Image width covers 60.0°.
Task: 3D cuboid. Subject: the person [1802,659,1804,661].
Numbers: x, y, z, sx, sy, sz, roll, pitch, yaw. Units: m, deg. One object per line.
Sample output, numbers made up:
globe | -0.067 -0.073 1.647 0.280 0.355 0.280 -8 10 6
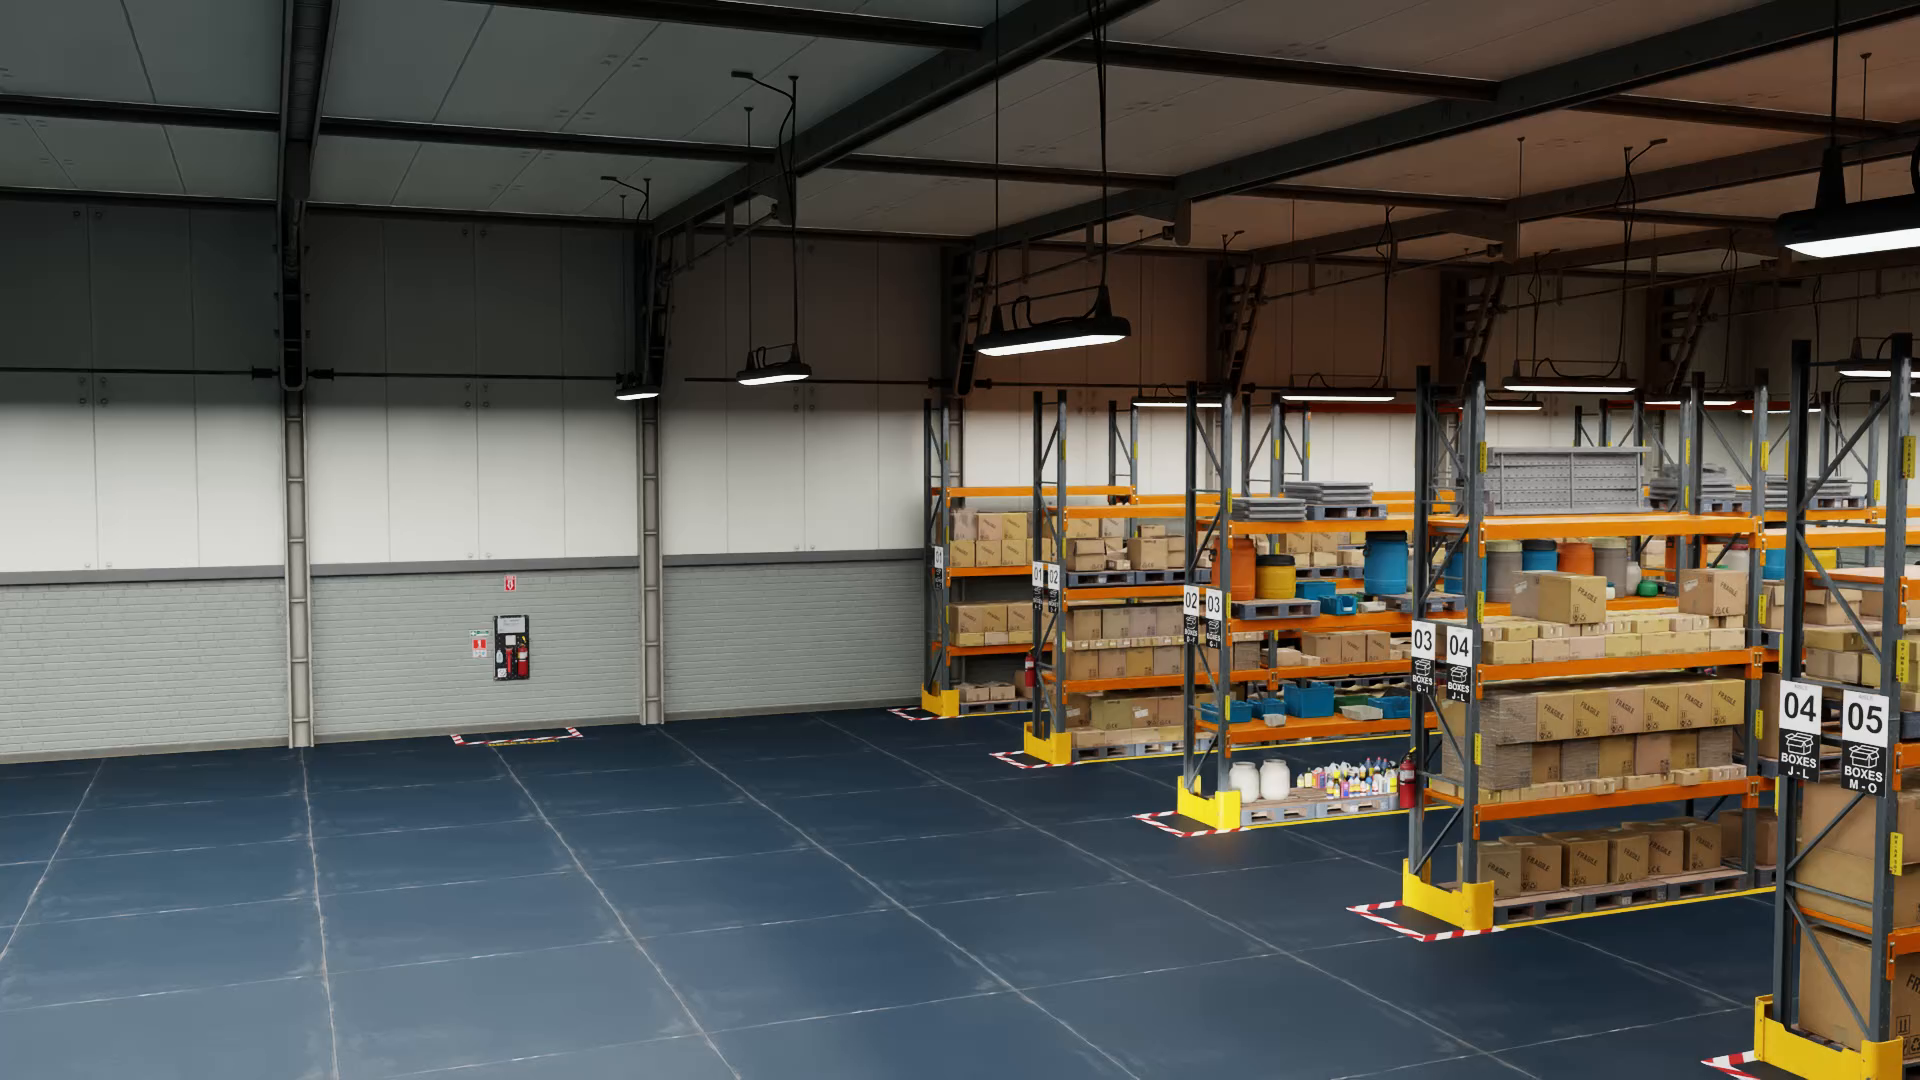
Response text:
person | 17.403 2.353 33.736 0.555 1.661 1.056 0 3 8
